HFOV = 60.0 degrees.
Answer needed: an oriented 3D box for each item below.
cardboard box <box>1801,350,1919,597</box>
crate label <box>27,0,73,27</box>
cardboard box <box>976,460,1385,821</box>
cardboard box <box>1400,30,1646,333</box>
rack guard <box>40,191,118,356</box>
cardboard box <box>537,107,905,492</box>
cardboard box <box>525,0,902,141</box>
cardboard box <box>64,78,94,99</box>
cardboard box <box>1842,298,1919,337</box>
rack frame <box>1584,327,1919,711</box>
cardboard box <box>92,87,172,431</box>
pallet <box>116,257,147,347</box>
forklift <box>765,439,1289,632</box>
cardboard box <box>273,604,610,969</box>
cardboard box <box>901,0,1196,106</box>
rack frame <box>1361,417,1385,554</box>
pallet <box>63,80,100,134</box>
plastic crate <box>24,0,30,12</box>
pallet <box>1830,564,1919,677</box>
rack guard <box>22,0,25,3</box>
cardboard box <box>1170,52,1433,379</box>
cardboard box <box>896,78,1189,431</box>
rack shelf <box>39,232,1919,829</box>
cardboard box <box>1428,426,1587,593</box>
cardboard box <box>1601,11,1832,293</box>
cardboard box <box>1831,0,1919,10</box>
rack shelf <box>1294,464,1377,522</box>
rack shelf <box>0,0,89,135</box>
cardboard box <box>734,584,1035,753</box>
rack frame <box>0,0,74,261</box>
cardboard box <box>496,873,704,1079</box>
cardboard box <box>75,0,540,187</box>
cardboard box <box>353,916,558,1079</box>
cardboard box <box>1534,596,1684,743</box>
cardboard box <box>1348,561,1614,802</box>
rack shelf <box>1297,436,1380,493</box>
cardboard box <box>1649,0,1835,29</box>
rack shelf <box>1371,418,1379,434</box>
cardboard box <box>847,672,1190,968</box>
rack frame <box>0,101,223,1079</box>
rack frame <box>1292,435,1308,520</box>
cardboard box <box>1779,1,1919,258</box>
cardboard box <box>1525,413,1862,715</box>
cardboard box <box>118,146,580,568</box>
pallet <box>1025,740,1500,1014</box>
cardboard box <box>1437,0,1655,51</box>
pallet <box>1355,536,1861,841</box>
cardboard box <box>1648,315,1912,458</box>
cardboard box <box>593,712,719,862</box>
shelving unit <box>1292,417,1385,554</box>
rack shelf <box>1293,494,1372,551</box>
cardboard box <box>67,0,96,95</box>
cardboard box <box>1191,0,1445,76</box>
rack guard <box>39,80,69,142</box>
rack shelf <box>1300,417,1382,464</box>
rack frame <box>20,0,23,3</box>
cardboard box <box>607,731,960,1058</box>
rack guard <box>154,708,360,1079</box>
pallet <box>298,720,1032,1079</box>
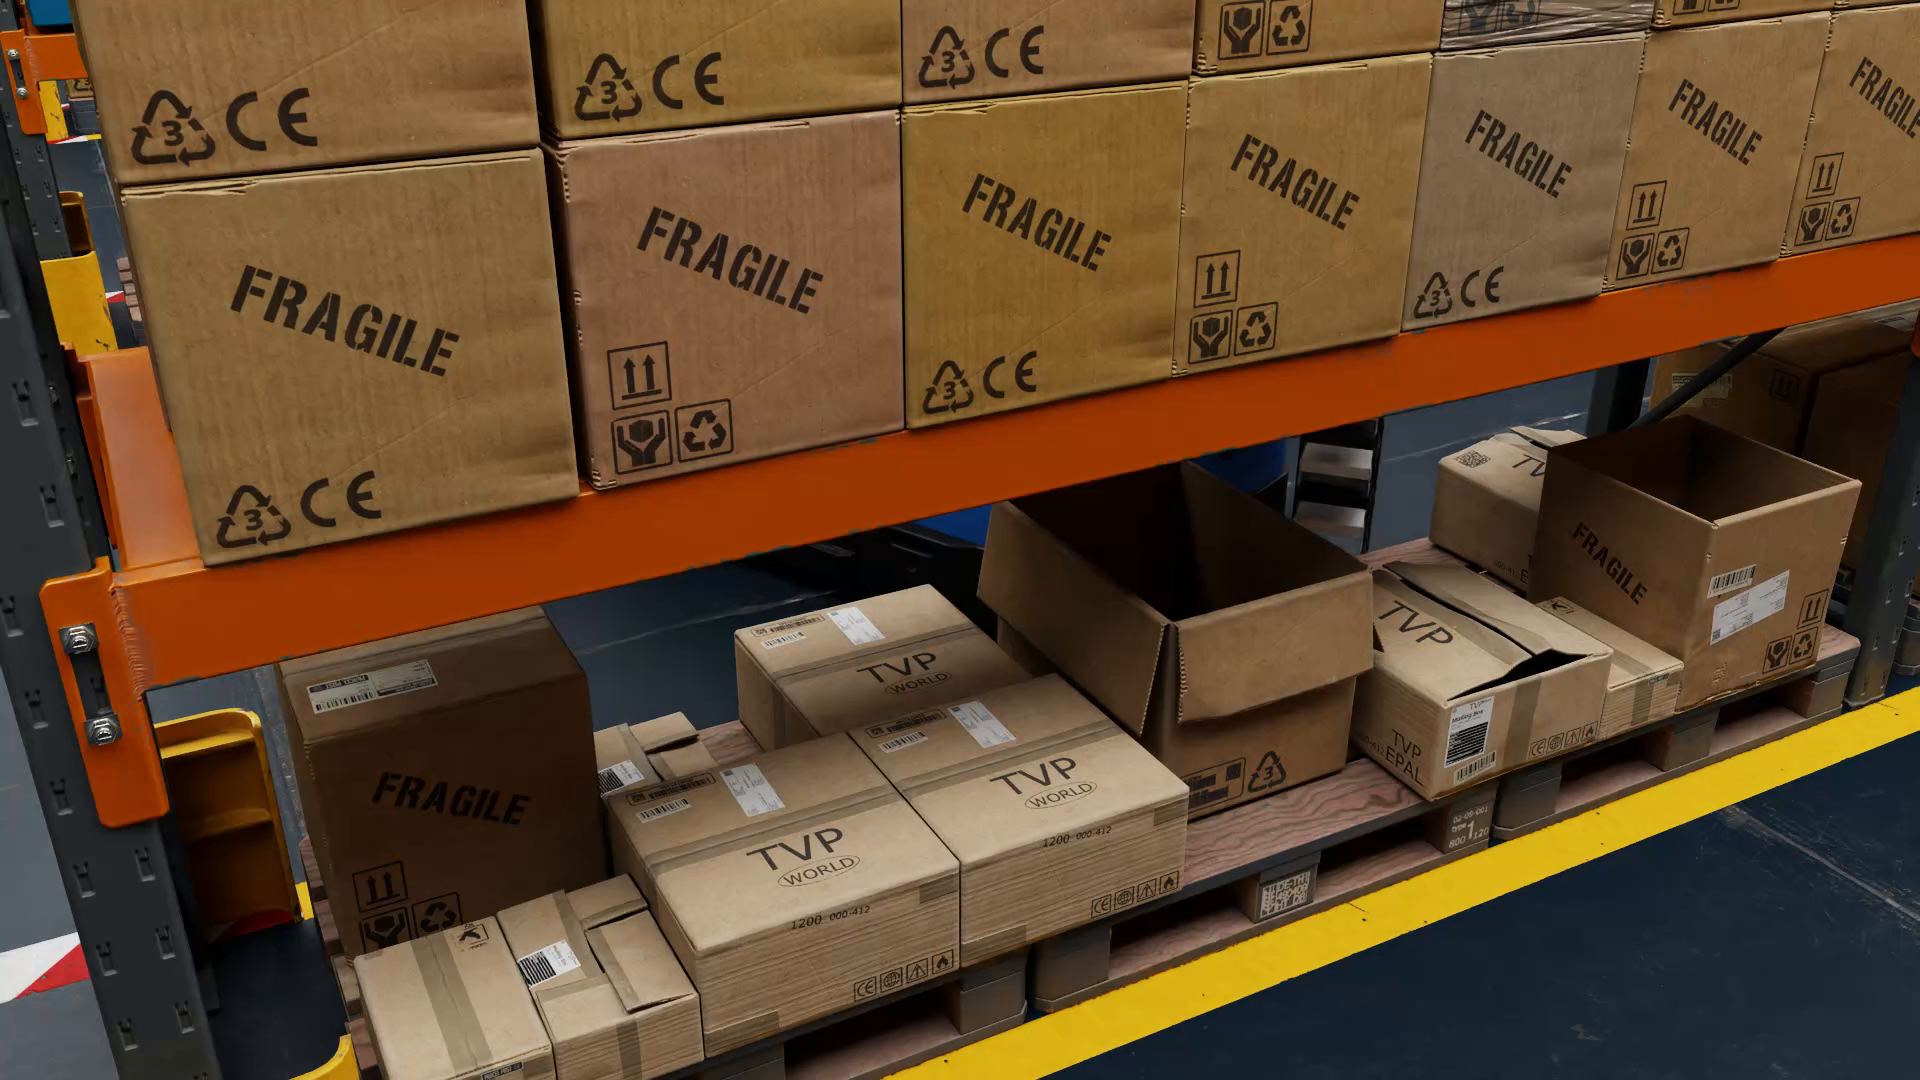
[{"bbox_3d":[2.681,-0.187,4.555,0.500,0.500,0.500,-14,29,-27],"label":"cardboard box"},{"bbox_3d":[-3.345,-2.064,6.208,0.303,0.233,0.416,-13,29,-25],"label":"crate label"},{"bbox_3d":[0.484,0.201,3.741,0.637,0.503,0.797,-13,29,-25],"label":"cardboard box"},{"bbox_3d":[0.913,-0.745,3.220,0.500,0.500,0.500,-12,28,-24],"label":"cardboard box"},{"bbox_3d":[-3.733,-1.052,6.863,0.348,0.500,1.175,-13,29,-25],"label":"rack guard"},{"bbox_3d":[-0.422,-0.438,2.580,0.500,0.500,0.500,-13,29,-26],"label":"cardboard box"},{"bbox_3d":[-0.417,-0.891,2.369,0.500,0.500,0.500,-13,28,-25],"label":"cardboard box"},{"bbox_3d":[-5.521,-3.472,10.986,0.875,0.875,0.875,-13,29,-25],"label":"cardboard box"},{"bbox_3d":[2.880,-0.489,5.183,0.500,0.500,0.500,-13,29,-25],"label":"cardboard box"},{"bbox_3d":[2.140,-1.111,4.097,0.127,3.000,1.000,-13,29,-25],"label":"rack frame"},{"bbox_3d":[-1.123,-0.536,2.785,0.500,0.500,0.500,-12,28,-24],"label":"cardboard box"},{"bbox_3d":[-2.972,-1.084,7.265,1.213,0.211,1.003,-13,29,-25],"label":"pallet"},{"bbox_3d":[-0.497,-1.484,4.954,3.031,2.935,1.130,18,31,33],"label":"forklift"},{"bbox_3d":[-1.026,0.428,3.273,0.500,0.500,0.500,-13,29,-25],"label":"cardboard box"},{"bbox_3d":[0.027,-0.991,2.577,0.500,0.500,0.500,-13,28,-24],"label":"cardboard box"},{"bbox_3d":[1.184,-0.246,4.720,0.006,0.900,0.240,9,27,16],"label":"rack frame"},{"bbox_3d":[-5.379,-3.016,11.287,1.213,0.211,1.003,-13,29,-25],"label":"pallet"},{"bbox_3d":[-3.510,-2.371,6.612,0.499,0.435,0.616,-13,29,-25],"label":"plastic crate"},{"bbox_3d":[2.839,-0.033,5.076,1.213,0.211,1.003,-13,29,-25],"label":"pallet"},{"bbox_3d":[-8.226,-4.883,14.843,0.348,0.500,1.175,-13,29,-25],"label":"rack guard"},{"bbox_3d":[0.464,-0.640,3.002,0.500,0.500,0.500,-13,28,-24],"label":"cardboard box"},{"bbox_3d":[0.023,-0.539,2.791,0.500,0.500,0.500,-13,29,-25],"label":"cardboard box"},{"bbox_3d":[0.375,-0.379,3.405,4.000,0.370,1.077,-13,29,-25],"label":"rack shelf"},{"bbox_3d":[1.667,-0.094,4.578,0.500,0.311,0.500,-13,29,-25],"label":"cardboard box"},{"bbox_3d":[1.365,-0.850,3.440,0.500,0.500,0.500,-12,28,-24],"label":"cardboard box"},{"bbox_3d":[1.815,-1.404,3.439,0.500,0.500,0.500,-13,28,-25],"label":"cardboard box"},{"bbox_3d":[1.087,-0.149,4.802,0.200,0.077,0.258,9,27,16],"label":"rack shelf"},{"bbox_3d":[-1.953,-2.271,7.346,4.000,0.370,1.077,-13,29,-25],"label":"rack shelf"},{"bbox_3d":[-0.174,0.359,3.706,0.500,0.250,0.500,-13,29,-25],"label":"cardboard box"},{"bbox_3d":[-3.718,-2.188,6.342,0.127,3.000,1.000,-13,29,-25],"label":"rack frame"},{"bbox_3d":[-0.638,0.778,2.929,0.250,0.166,0.380,-13,29,-25],"label":"cardboard box"},{"bbox_3d":[-0.874,-0.781,2.141,0.500,0.500,0.500,-12,28,-24],"label":"cardboard box"},{"bbox_3d":[-0.859,0.837,2.827,0.250,0.149,0.380,-13,29,-25],"label":"cardboard box"},{"bbox_3d":[1.468,0.300,3.945,0.250,0.149,0.380,-13,29,-25],"label":"cardboard box"},{"bbox_3d":[1.108,0.280,3.799,0.500,0.311,0.500,-13,29,-25],"label":"cardboard box"},{"bbox_3d":[1.087,-0.230,4.763,0.200,0.077,0.258,9,27,16],"label":"rack shelf"},{"bbox_3d":[1.364,-1.299,3.219,0.500,0.500,0.500,-14,29,-26],"label":"cardboard box"},{"bbox_3d":[1.089,-0.392,4.684,0.200,0.077,0.258,9,27,16],"label":"rack shelf"},{"bbox_3d":[0.106,0.539,3.330,0.500,0.250,0.500,-13,29,-25],"label":"cardboard box"},{"bbox_3d":[-1.390,-0.296,2.401,0.127,3.000,1.000,-13,29,-25],"label":"rack frame"},{"bbox_3d":[0.991,-0.275,4.777,0.006,0.900,0.240,9,27,16],"label":"rack frame"},{"bbox_3d":[1.819,-0.956,3.660,0.500,0.500,0.500,-12,28,-24],"label":"cardboard box"},{"bbox_3d":[1.770,0.042,4.076,0.500,0.500,0.500,-13,29,-25],"label":"cardboard box"},{"bbox_3d":[-0.874,-0.331,2.357,0.500,0.500,0.500,-12,28,-24],"label":"cardboard box"},{"bbox_3d":[0.455,0.536,3.889,1.213,0.211,1.003,-13,29,-25],"label":"pallet"},{"bbox_3d":[0.920,-1.197,3.006,0.500,0.500,0.500,-13,28,-25],"label":"cardboard box"},{"bbox_3d":[1.533,0.286,4.410,1.213,0.211,1.003,-13,29,-25],"label":"pallet"},{"bbox_3d":[2.440,-0.392,4.980,0.500,0.500,0.500,-13,29,-25],"label":"cardboard box"},{"bbox_3d":[-0.626,0.530,3.445,0.250,0.166,0.380,-13,29,-25],"label":"cardboard box"},{"bbox_3d":[1.088,-0.260,4.748,0.210,0.900,0.258,9,27,16],"label":"shelving unit"},{"bbox_3d":[1.086,-0.069,4.842,0.200,0.077,0.258,9,27,16],"label":"rack shelf"},{"bbox_3d":[-1.127,-0.987,2.570,0.500,0.500,0.500,-13,29,-26],"label":"cardboard box"},{"bbox_3d":[0.475,-1.095,2.793,0.500,0.500,0.500,-13,29,-26],"label":"cardboard box"},{"bbox_3d":[-6.069,-2.948,10.813,0.348,0.500,1.175,-13,29,-25],"label":"rack guard"},{"bbox_3d":[1.088,-0.311,4.723,0.200,0.077,0.258,9,27,16],"label":"rack shelf"},{"bbox_3d":[-6.048,-4.080,10.282,0.127,3.000,1.000,-13,29,-25],"label":"rack frame"},{"bbox_3d":[-0.336,0.641,3.118,0.500,0.250,0.500,-13,29,-25],"label":"cardboard box"},{"bbox_3d":[-1.323,0.816,2.974,0.348,0.500,1.175,-13,29,-25],"label":"rack guard"},{"bbox_3d":[-0.620,0.783,3.375,1.213,0.211,1.003,-13,29,-25],"label":"pallet"}]
